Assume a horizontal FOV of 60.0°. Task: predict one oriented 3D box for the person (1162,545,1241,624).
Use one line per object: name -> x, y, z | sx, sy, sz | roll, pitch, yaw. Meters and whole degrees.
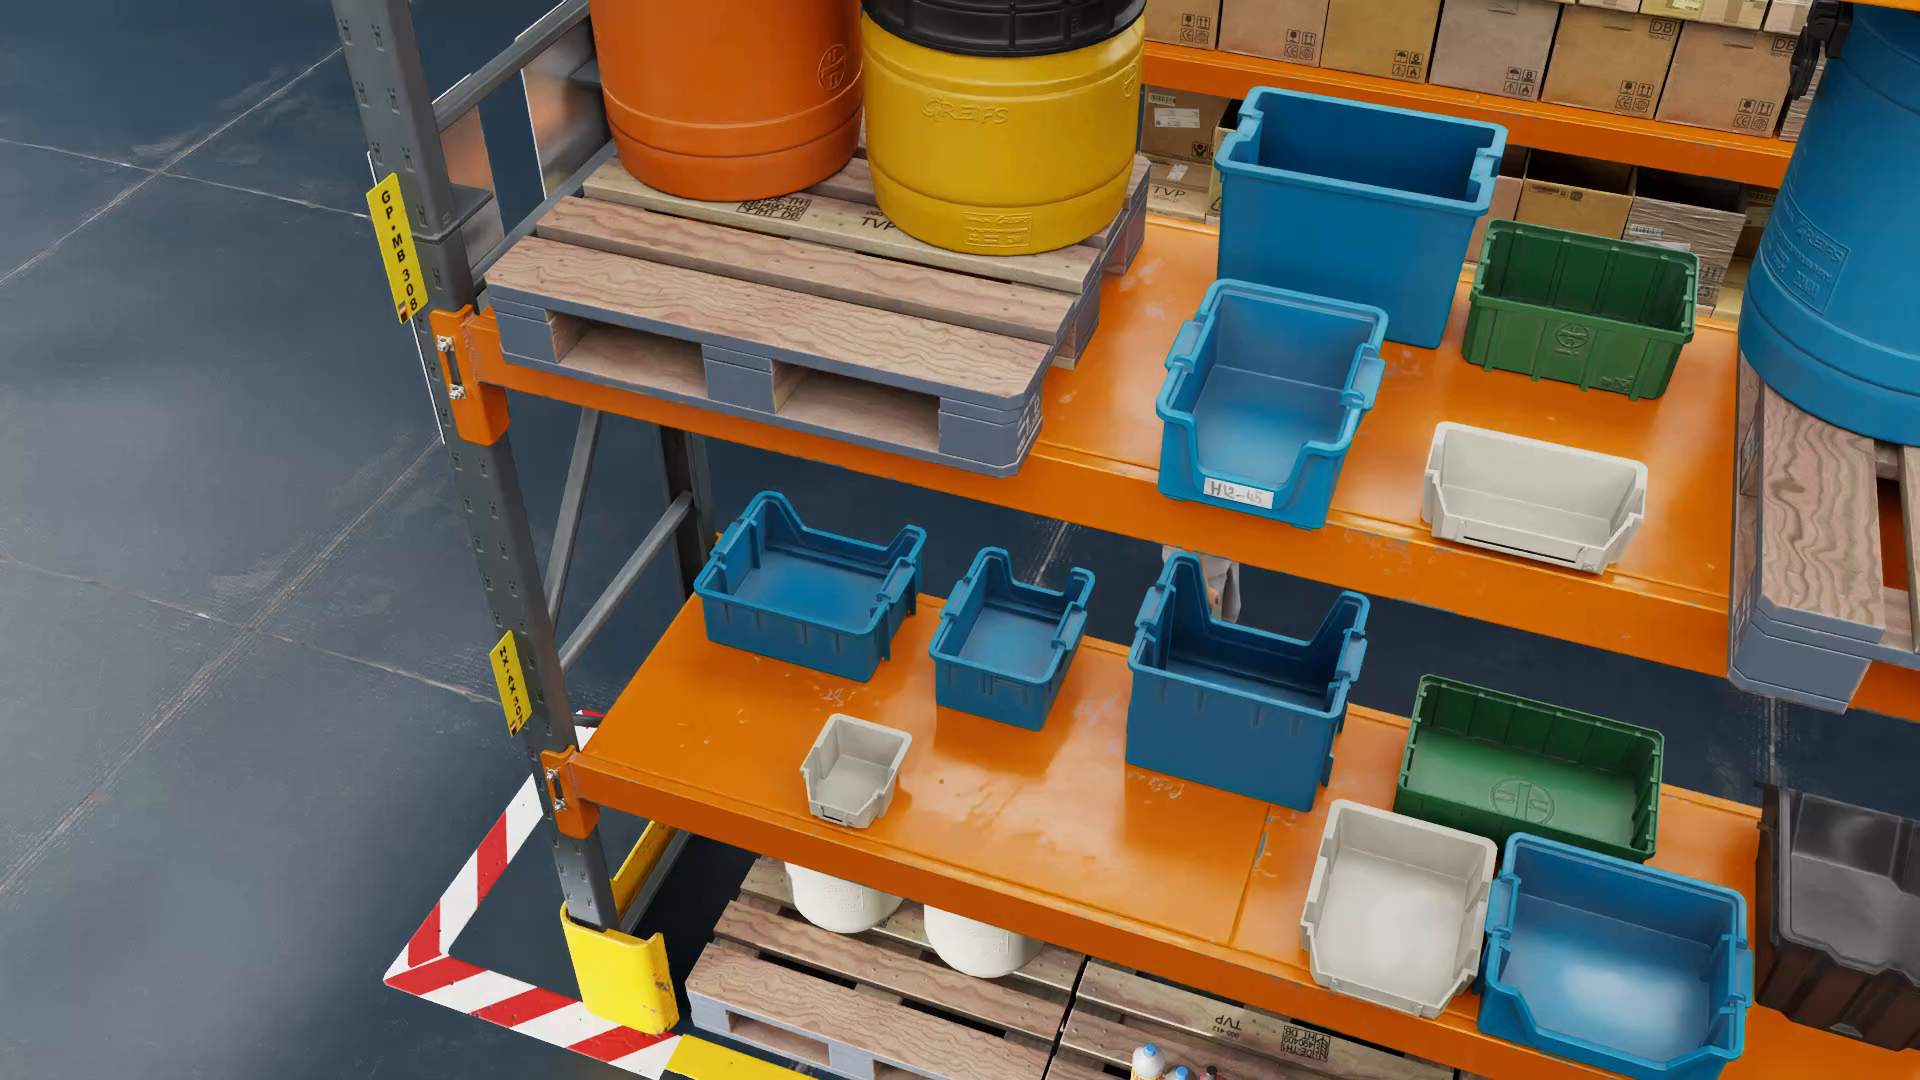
person -> 0.942, 0.065, 6.087 | 0.404, 1.673, 0.492 | 13, 43, 15
